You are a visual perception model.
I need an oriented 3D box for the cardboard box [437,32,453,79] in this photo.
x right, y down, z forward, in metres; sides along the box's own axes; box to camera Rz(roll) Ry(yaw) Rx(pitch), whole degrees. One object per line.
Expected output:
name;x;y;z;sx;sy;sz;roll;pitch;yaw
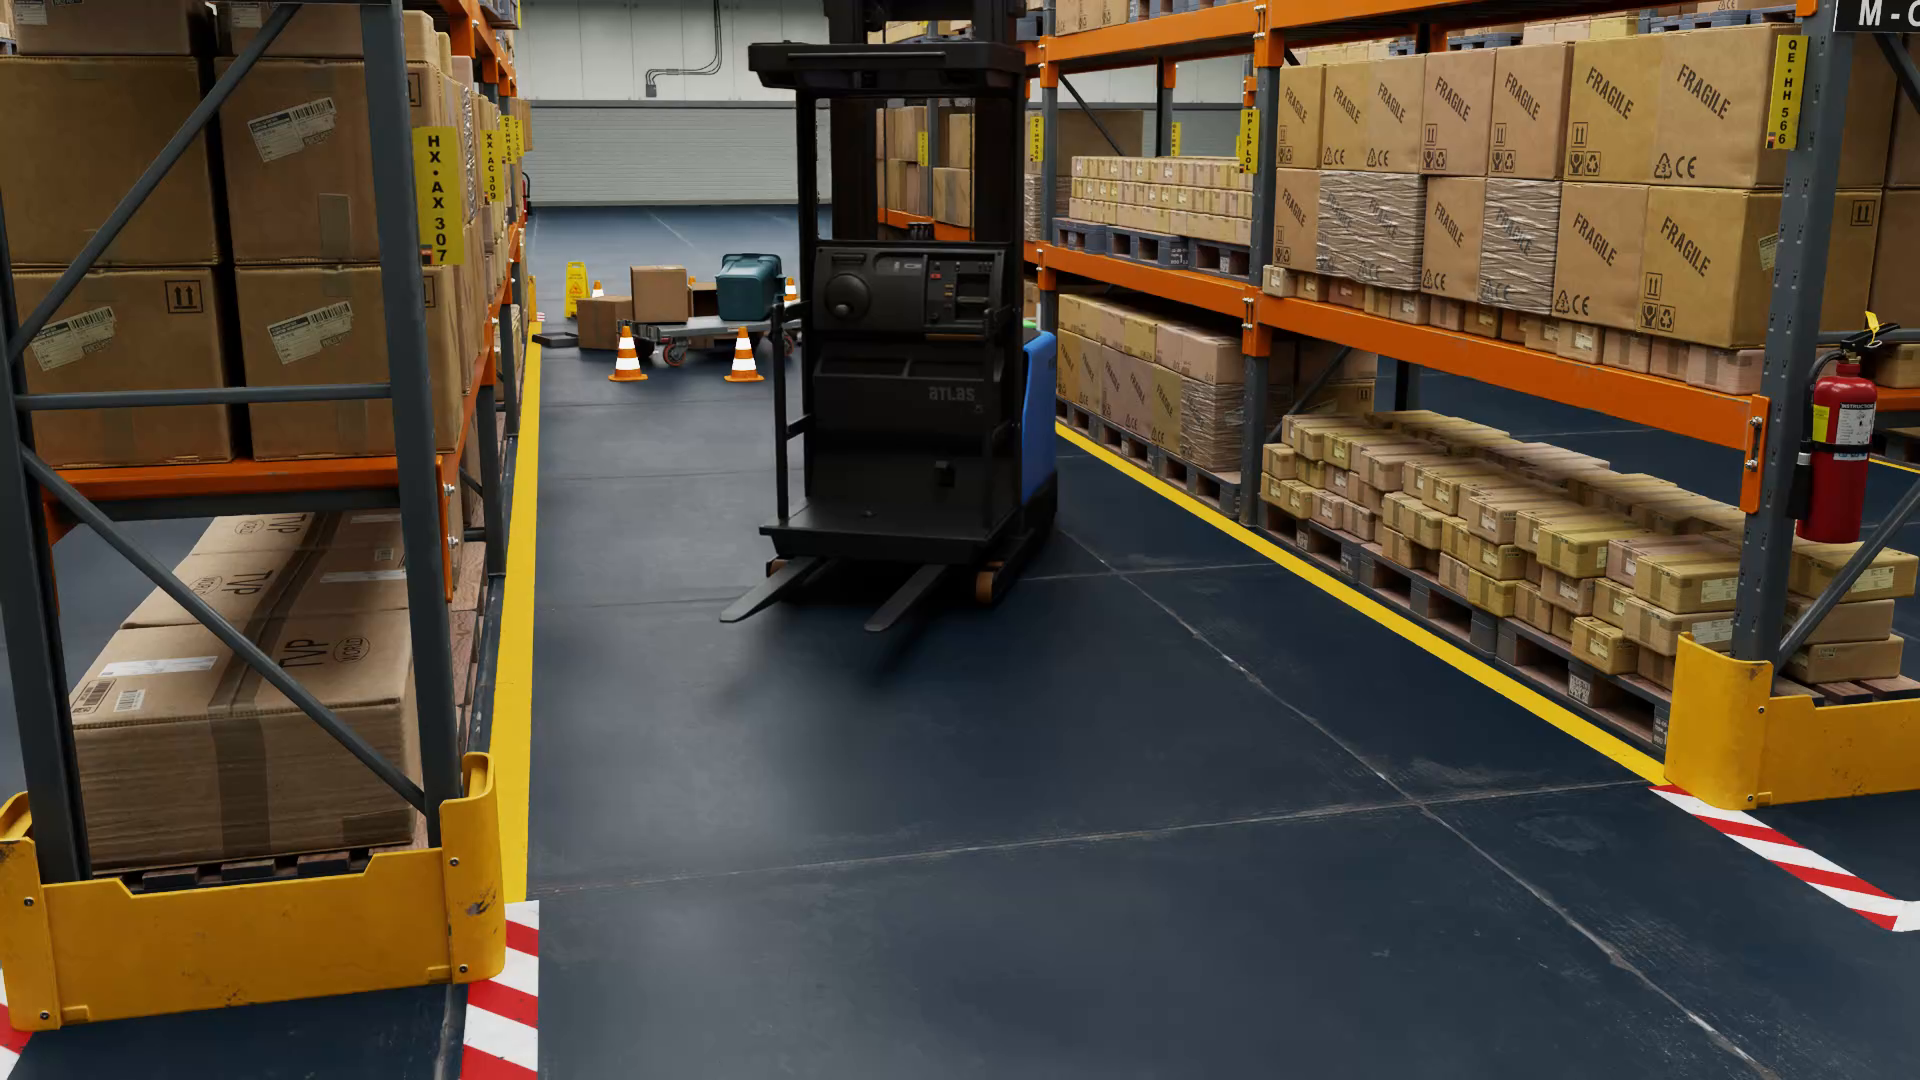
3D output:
cardboard box;-1.930;-1.644;5.651;0.380;0.149;0.250;-4;14;-15

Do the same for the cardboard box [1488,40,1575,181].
cardboard box;2.396;-1.643;6.387;0.500;0.500;0.500;-3;14;-10

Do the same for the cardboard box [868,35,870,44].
cardboard box;-0.875;-5.701;19.057;0.380;0.149;0.250;-3;14;-13

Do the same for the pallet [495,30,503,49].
pallet;-4.323;-4.084;13.397;1.213;0.211;1.003;-3;14;-13

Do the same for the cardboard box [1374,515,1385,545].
cardboard box;2.205;-0.044;7.910;0.380;0.149;0.250;-4;14;-16

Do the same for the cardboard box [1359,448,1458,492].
cardboard box;2.113;-0.331;7.832;0.380;0.149;0.250;-3;14;-12

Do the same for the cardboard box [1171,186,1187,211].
cardboard box;1.523;-2.107;10.249;0.380;0.149;0.250;-4;14;-16

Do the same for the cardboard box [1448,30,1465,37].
cardboard box;5.036;-5.255;16.693;0.797;0.503;0.637;-4;14;-16

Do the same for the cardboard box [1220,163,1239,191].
cardboard box;1.708;-2.074;9.485;0.380;0.149;0.250;-4;14;-15

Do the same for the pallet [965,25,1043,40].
pallet;0.648;-4.250;14.082;1.003;0.211;1.213;-3;14;-11

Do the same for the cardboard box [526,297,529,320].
cardboard box;-4.857;-2.484;17.685;0.500;0.250;0.500;-4;14;-15

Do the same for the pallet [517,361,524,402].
pallet;-4.137;-1.289;13.759;1.003;0.211;1.213;-3;14;-13

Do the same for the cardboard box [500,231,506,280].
cardboard box;-2.915;-1.657;9.706;0.500;0.250;0.500;-4;14;-14

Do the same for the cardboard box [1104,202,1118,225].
cardboard box;1.217;-2.263;11.513;0.380;0.149;0.250;-3;14;-11

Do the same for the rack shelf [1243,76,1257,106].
rack shelf;4.552;-5.227;19.196;1.077;0.370;4.000;-3;14;-13

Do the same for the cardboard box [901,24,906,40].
cardboard box;-0.401;-5.235;17.148;0.380;0.149;0.250;-3;14;-13

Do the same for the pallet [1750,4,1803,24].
pallet;6.429;-3.697;11.816;1.003;0.211;1.213;-3;14;-11

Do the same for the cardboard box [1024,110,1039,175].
cardboard box;0.900;-3.237;13.537;0.700;0.500;0.500;-3;14;-14

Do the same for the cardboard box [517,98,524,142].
cardboard box;-4.602;-4.017;16.103;0.700;0.500;0.500;-3;14;-13

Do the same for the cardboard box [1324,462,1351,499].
cardboard box;2.069;-0.313;8.385;0.380;0.149;0.250;-3;14;-14

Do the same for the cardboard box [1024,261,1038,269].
cardboard box;0.633;-2.155;15.281;1.050;0.750;0.750;-3;14;-13

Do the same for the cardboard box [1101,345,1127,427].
cardboard box;1.281;-1.060;11.328;0.500;0.500;0.500;-4;14;-15

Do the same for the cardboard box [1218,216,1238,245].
cardboard box;1.708;-1.781;9.543;0.380;0.149;0.250;-3;14;-13

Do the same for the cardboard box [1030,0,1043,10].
cardboard box;0.762;-4.204;12.890;0.380;0.166;0.250;-3;14;-13

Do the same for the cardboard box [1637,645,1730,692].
cardboard box;2.669;0.435;5.948;0.380;0.149;0.250;-3;14;-12

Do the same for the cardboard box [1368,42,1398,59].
cardboard box;4.661;-5.132;17.610;0.500;0.250;0.500;-3;14;-11

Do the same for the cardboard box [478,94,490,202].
cardboard box;-2.556;-1.911;8.113;0.500;0.500;0.500;-3;14;-13

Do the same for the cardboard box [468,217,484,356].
cardboard box;-2.116;-0.982;6.415;0.500;0.500;0.500;-3;14;-14

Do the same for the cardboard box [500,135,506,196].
cardboard box;-3.682;-2.816;12.411;0.500;0.500;0.500;-3;14;-10

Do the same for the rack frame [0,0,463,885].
rack frame;-1.793;-0.337;3.986;1.000;3.000;0.127;-3;14;-13

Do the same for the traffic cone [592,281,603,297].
traffic cone;-4.196;-2.768;19.283;0.336;0.463;0.334;-3;14;-13

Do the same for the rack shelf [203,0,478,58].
rack shelf;-2.263;-1.906;5.604;1.077;0.370;4.000;-3;14;-13

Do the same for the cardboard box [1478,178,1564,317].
cardboard box;2.395;-1.154;6.493;0.500;0.500;0.500;-3;14;-13

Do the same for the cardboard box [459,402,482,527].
cardboard box;-2.956;-0.570;8.532;0.875;0.875;0.875;-3;14;-11

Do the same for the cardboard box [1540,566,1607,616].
cardboard box;2.470;0.175;6.387;0.380;0.149;0.250;-4;14;-15

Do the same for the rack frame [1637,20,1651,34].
rack frame;5.961;-2.735;13.801;1.000;3.000;0.127;-3;14;-13

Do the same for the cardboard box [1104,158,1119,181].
cardboard box;1.217;-2.555;11.457;0.380;0.149;0.250;-4;14;-16

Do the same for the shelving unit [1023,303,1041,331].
shelving unit;0.270;-0.785;9.614;0.258;1.200;0.503;-4;14;-14

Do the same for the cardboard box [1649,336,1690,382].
cardboard box;2.622;-0.633;5.727;0.380;0.149;0.250;-3;14;-13

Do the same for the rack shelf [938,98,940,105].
rack shelf;-0.293;-4.973;18.159;1.077;0.370;4.000;-3;14;-13

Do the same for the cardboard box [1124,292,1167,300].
cardboard box;1.532;-1.692;12.336;0.500;0.250;0.500;-4;14;-15

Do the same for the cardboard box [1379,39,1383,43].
cardboard box;4.690;-5.361;17.706;0.380;0.149;0.250;-3;14;-13

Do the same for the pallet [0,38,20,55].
pallet;-10.234;-5.000;16.939;1.003;0.211;1.213;-3;14;-13

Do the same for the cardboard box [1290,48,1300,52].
cardboard box;4.116;-5.842;19.675;0.380;0.149;0.250;-3;14;-13

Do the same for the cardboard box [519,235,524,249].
cardboard box;-4.647;-3.017;16.916;0.380;0.149;0.250;-2;14;-10

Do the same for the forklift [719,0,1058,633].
forklift;-0.294;-1.216;7.727;1.130;2.935;3.031;3;14;13

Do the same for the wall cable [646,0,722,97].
wall cable;-8.308;-16.306;49.541;2.305;6.003;0.169;-3;14;-13

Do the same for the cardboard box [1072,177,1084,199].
cardboard box;1.034;-2.585;12.207;0.380;0.149;0.250;-3;14;-11

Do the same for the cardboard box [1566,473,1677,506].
cardboard box;2.874;-0.187;7.239;0.380;0.149;0.250;-3;14;-12

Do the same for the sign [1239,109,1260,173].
sign;1.517;-2.090;8.720;0.100;0.325;0.005;-3;14;-13

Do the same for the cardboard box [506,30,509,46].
cardboard box;-4.578;-4.869;15.906;0.500;0.250;0.500;-3;14;-14

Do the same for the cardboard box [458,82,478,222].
cardboard box;-2.113;-1.466;6.290;0.500;0.500;0.500;-3;14;-12

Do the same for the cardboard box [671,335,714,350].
cardboard box;-2.716;-2.085;16.900;0.396;0.266;0.258;10;17;35

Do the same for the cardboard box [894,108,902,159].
cardboard box;-0.244;-4.463;18.285;0.875;0.550;0.500;-3;14;-13

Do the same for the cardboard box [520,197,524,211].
cardboard box;-4.958;-3.661;18.122;0.380;0.149;0.250;-3;14;-12

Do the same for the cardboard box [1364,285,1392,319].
cardboard box;2.104;-1.114;7.697;0.380;0.149;0.250;-3;14;-12

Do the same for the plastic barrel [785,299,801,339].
plastic barrel;-1.581;-2.329;17.569;0.512;0.421;0.421;7;15;26

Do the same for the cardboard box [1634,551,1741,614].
cardboard box;2.624;0.148;5.870;0.380;0.149;0.250;-3;14;-13
